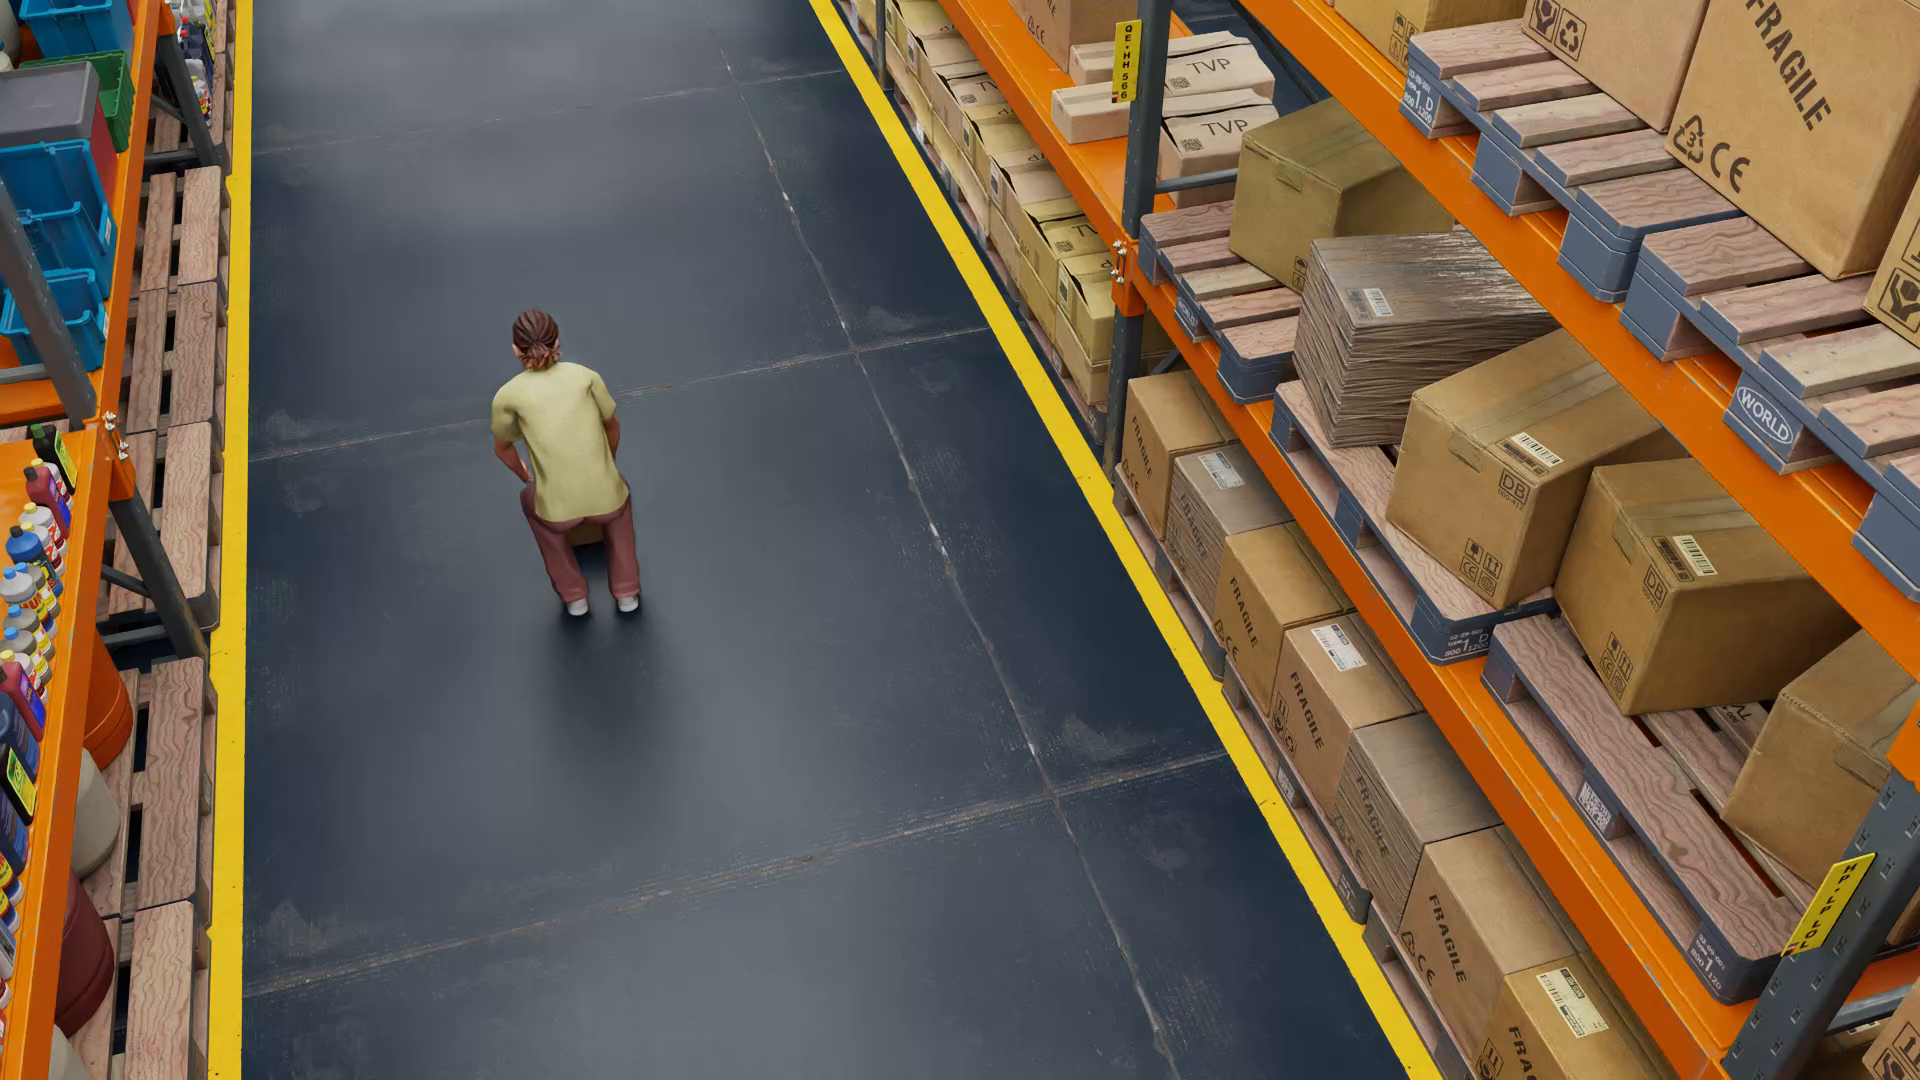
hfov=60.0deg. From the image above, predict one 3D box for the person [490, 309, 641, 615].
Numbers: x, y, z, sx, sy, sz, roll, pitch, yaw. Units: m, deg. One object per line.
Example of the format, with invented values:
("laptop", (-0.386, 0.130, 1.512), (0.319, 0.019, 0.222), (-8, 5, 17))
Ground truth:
("person", (-1.602, -0.264, 6.751), (0.511, 1.275, 0.693), (-12, 44, -13))
